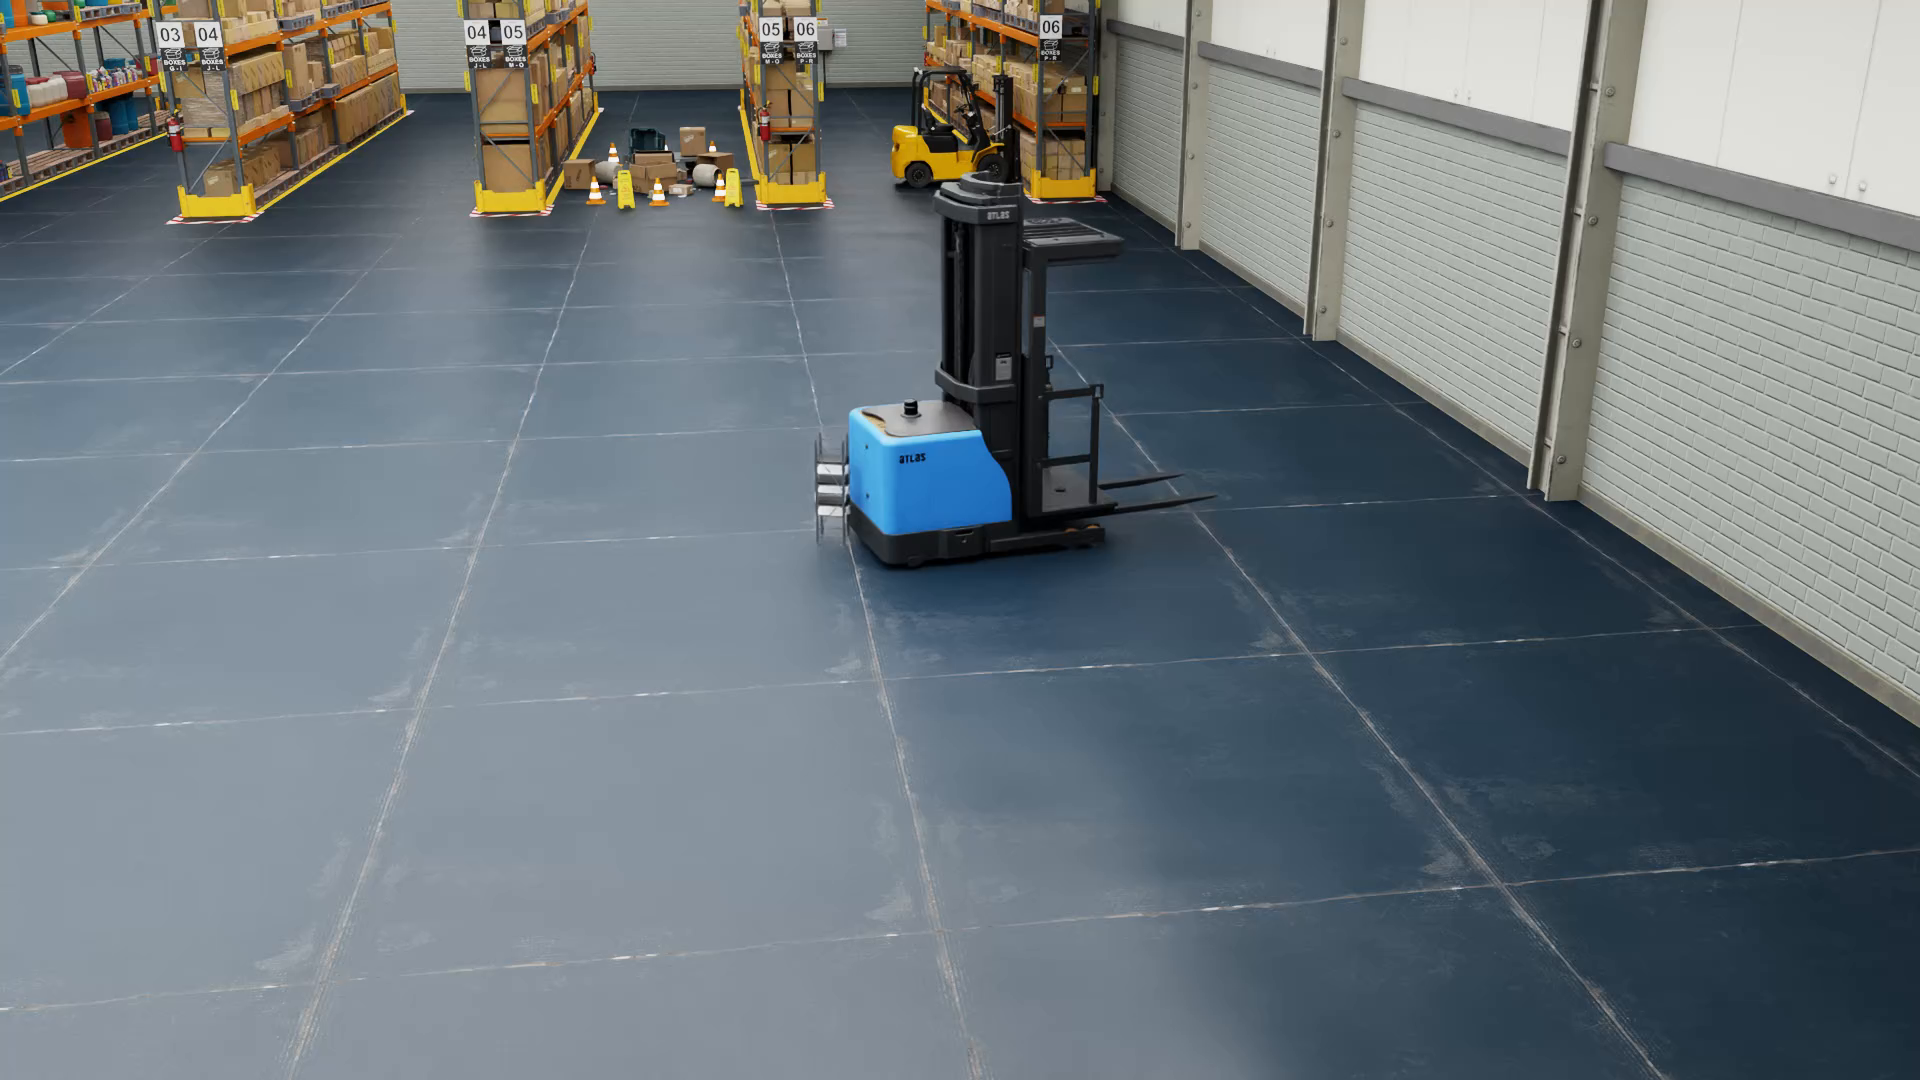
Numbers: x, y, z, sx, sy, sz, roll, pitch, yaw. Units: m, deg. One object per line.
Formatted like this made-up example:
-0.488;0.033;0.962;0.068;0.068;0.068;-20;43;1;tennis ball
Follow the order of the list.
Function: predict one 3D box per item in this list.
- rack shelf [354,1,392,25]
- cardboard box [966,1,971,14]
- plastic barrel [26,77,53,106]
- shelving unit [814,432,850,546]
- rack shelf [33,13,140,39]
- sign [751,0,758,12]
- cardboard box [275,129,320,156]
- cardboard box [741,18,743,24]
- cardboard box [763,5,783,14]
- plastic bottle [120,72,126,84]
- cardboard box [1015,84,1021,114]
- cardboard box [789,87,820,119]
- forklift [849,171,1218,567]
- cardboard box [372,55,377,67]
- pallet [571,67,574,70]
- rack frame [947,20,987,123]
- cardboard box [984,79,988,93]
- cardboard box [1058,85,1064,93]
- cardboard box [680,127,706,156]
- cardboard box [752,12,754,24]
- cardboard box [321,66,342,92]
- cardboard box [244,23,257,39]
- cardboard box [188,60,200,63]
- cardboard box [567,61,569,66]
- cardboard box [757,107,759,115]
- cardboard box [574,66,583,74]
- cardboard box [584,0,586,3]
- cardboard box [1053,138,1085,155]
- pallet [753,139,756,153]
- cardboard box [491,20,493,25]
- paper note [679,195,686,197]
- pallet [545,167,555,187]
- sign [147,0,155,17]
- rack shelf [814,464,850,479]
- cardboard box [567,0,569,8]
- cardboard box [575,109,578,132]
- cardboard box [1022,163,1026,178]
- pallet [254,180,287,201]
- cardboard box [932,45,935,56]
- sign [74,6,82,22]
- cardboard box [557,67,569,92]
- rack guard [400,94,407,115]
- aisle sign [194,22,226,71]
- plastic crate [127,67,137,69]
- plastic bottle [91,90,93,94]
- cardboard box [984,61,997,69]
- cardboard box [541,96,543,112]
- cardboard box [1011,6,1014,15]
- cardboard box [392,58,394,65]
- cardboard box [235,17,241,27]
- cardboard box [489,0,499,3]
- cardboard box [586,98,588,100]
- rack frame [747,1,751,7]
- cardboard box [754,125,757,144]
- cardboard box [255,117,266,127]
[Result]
-14.834;-12.931;40.793;1.077;0.370;4.000;-3;21;-8;rack shelf
0.434;-12.038;37.586;0.500;0.250;0.500;-4;21;-10;cardboard box
-18.383;-8.961;33.227;0.433;0.535;0.433;0;20;0;plastic barrel
-1.038;-0.411;13.500;0.258;0.900;0.210;3;23;5;shelving unit
-19.159;-11.297;36.416;1.077;0.370;4.000;-3;21;-8;rack shelf
-3.562;-9.315;28.816;0.100;0.325;0.005;-3;21;-8;sign
-13.672;-8.202;34.334;0.700;0.500;0.500;-1;21;-3;cardboard box
-5.357;-13.199;42.268;0.380;0.149;0.250;-3;21;-9;cardboard box
-3.390;-9.548;29.925;0.380;0.149;0.250;-3;21;-7;cardboard box
-18.945;-10.441;37.563;0.152;0.276;0.135;-3;21;-8;plastic bottle
1.348;-8.502;32.050;0.500;0.500;0.500;-3;21;-7;cardboard box
-2.803;-7.880;29.959;0.500;0.500;0.500;-3;21;-9;cardboard box
0.654;-1.465;13.450;3.031;2.935;1.130;-8;22;-19;forklift
-14.421;-11.588;40.244;0.500;0.250;0.500;-3;21;-8;cardboard box
-9.657;-11.024;39.219;1.003;0.211;1.213;-3;21;-8;pallet
0.172;-11.922;41.349;1.000;3.000;0.127;-3;21;-8;rack frame
0.793;-9.769;35.799;0.500;0.250;0.500;-2;21;-6;cardboard box
2.011;-8.331;30.664;0.380;0.149;0.250;-3;21;-8;cardboard box
-5.343;-7.984;33.296;0.500;0.500;0.500;-3;21;-8;cardboard box
-3.651;-9.857;31.321;0.500;0.250;0.500;-3;21;-7;cardboard box
-13.770;-10.015;36.099;0.500;0.500;0.500;-2;21;-6;cardboard box
-12.858;-9.061;29.615;0.500;0.250;0.500;-2;21;-6;cardboard box
-13.287;-8.194;29.372;0.500;0.500;0.500;-3;21;-8;cardboard box
-9.104;-10.843;37.793;0.380;0.149;0.250;-3;21;-8;cardboard box
-3.683;-8.214;31.781;0.380;0.149;0.250;-3;21;-7;cardboard box
-9.340;-11.383;40.264;0.380;0.149;0.250;-2;21;-6;cardboard box
-9.791;-13.785;42.265;0.500;0.250;0.500;-3;21;-8;cardboard box
2.020;-7.320;30.929;0.500;0.250;0.500;-3;21;-9;cardboard box
-4.051;-8.709;36.731;1.003;0.211;1.213;-3;21;-8;pallet
-8.350;-9.036;28.952;0.380;0.149;0.250;-3;21;-7;cardboard box
-5.115;-6.352;30.679;0.148;0.019;0.142;-11;23;-26;paper note
-8.438;-7.042;32.270;1.003;0.211;1.213;-3;21;-8;pallet
-13.368;-8.815;27.477;0.100;0.325;0.005;-3;21;-8;sign
-1.035;-0.546;13.443;0.258;0.077;0.200;3;23;5;rack shelf
-9.022;-12.010;37.154;0.500;0.500;0.500;-3;21;-8;cardboard box
-9.050;-9.636;38.200;0.500;0.500;0.500;-3;21;-9;cardboard box
1.459;-6.995;31.488;0.500;0.250;0.500;-3;21;-8;cardboard box
-13.082;-6.440;30.658;1.003;0.211;1.213;-3;21;-8;pallet
-0.456;-12.856;43.638;0.500;0.250;0.500;-3;21;-9;cardboard box
-18.327;-10.922;34.535;0.100;0.325;0.005;-3;21;-8;sign
-8.716;-9.905;35.807;0.500;0.500;0.500;-3;21;-8;cardboard box
-15.126;-11.393;43.505;1.175;0.500;0.348;-3;21;-8;rack guard
-12.510;-8.227;27.742;0.394;0.787;0.004;-3;21;-8;aisle sign
-19.874;-11.194;39.708;0.437;0.125;0.590;-3;21;-8;plastic crate
-18.602;-9.683;35.539;0.097;0.271;0.097;0;20;0;plastic bottle
0.728;-10.139;35.505;0.380;0.149;0.250;-3;21;-9;cardboard box
-8.166;-7.998;30.630;0.875;0.550;0.500;-3;21;-8;cardboard box
1.200;-10.247;32.192;0.380;0.149;0.250;-2;21;-6;cardboard box
-14.706;-12.241;42.563;0.380;0.149;0.250;-3;21;-7;cardboard box
-12.726;-9.003;28.890;0.380;0.149;0.250;-3;21;-8;cardboard box
-8.311;-9.277;29.028;0.500;0.250;0.500;-3;21;-8;cardboard box
-9.658;-11.155;42.344;0.380;0.149;0.250;-2;21;-5;cardboard box
-4.163;-13.096;35.918;1.000;3.000;0.127;-3;21;-8;rack frame
-3.977;-8.800;36.146;0.950;0.372;0.625;-3;21;-9;cardboard box
-12.741;-7.533;29.957;0.380;0.149;0.250;-3;21;-8;cardboard box
